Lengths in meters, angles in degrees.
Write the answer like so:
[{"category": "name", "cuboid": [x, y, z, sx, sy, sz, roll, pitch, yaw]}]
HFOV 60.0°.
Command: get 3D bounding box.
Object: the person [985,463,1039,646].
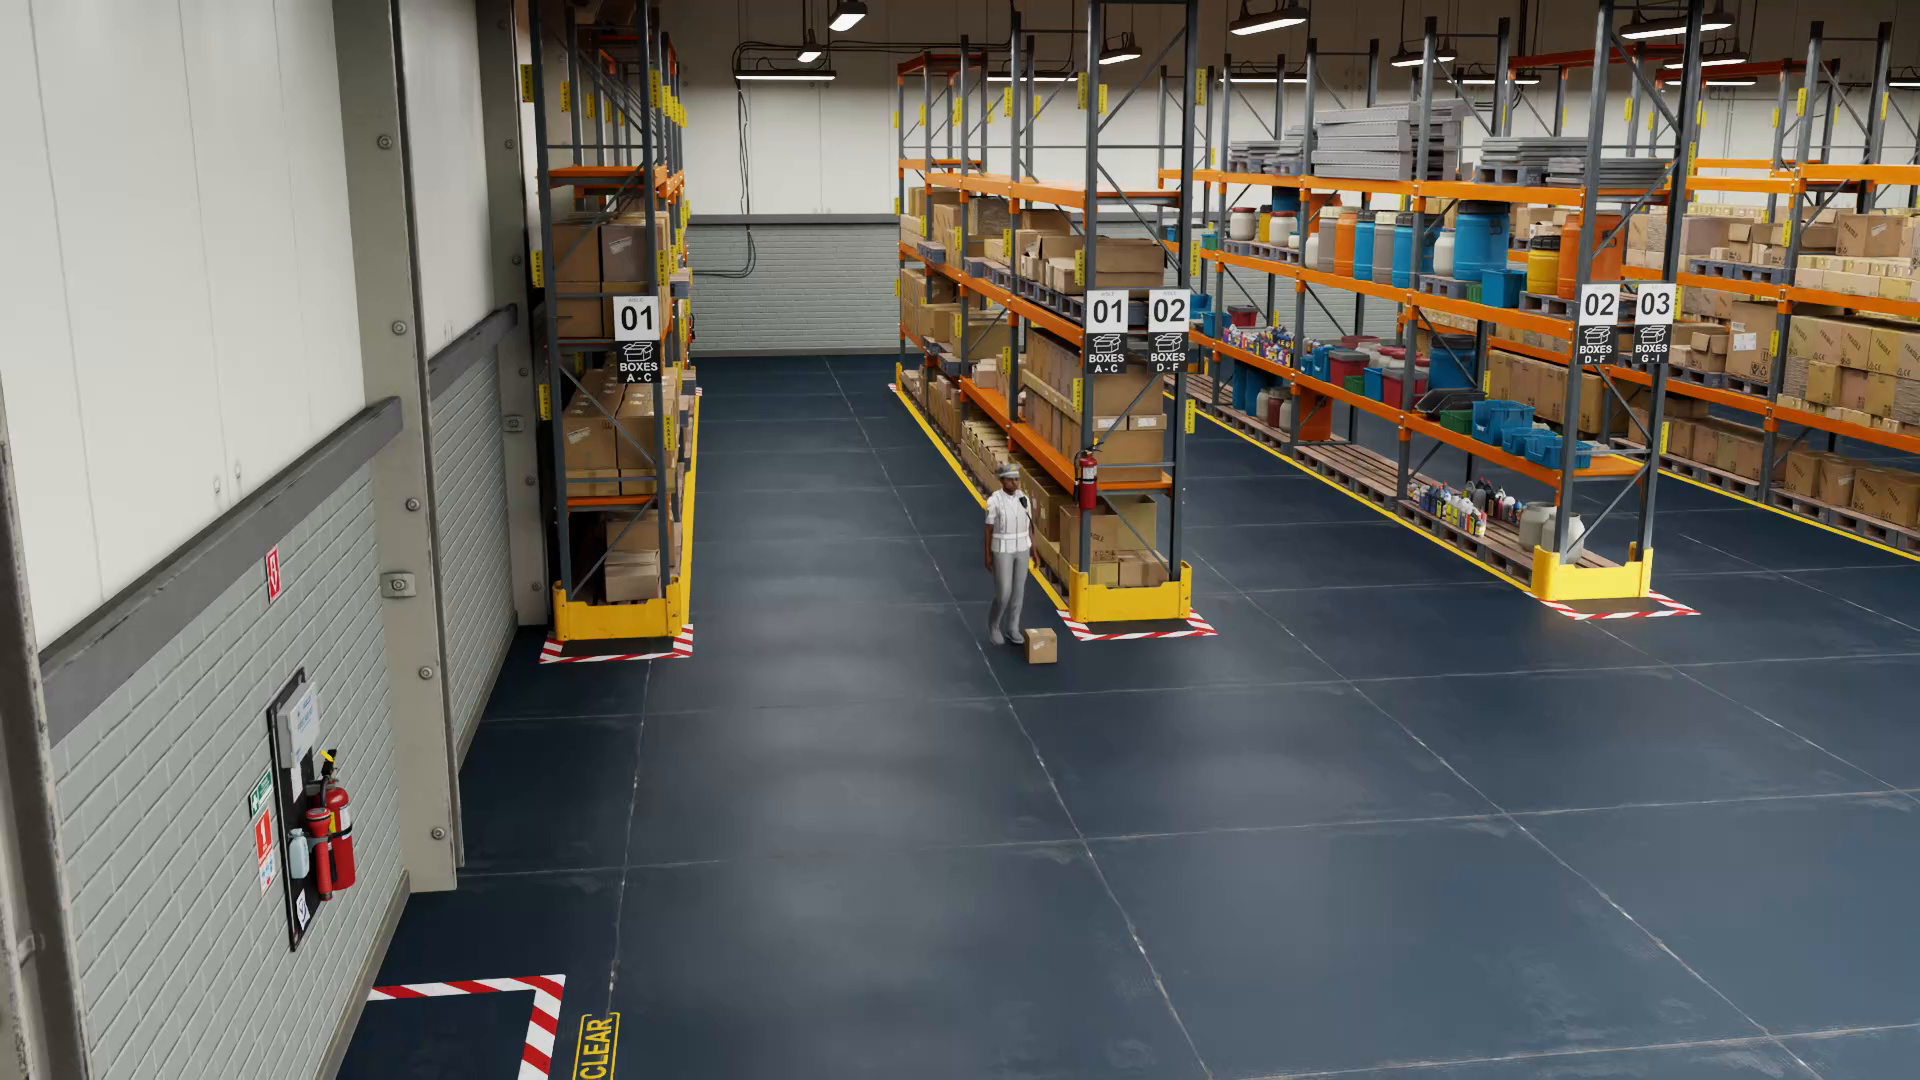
[{"category": "person", "cuboid": [0.487, 0.138, 15.358, 0.465, 1.713, 0.410, -7, 15, -26]}]
